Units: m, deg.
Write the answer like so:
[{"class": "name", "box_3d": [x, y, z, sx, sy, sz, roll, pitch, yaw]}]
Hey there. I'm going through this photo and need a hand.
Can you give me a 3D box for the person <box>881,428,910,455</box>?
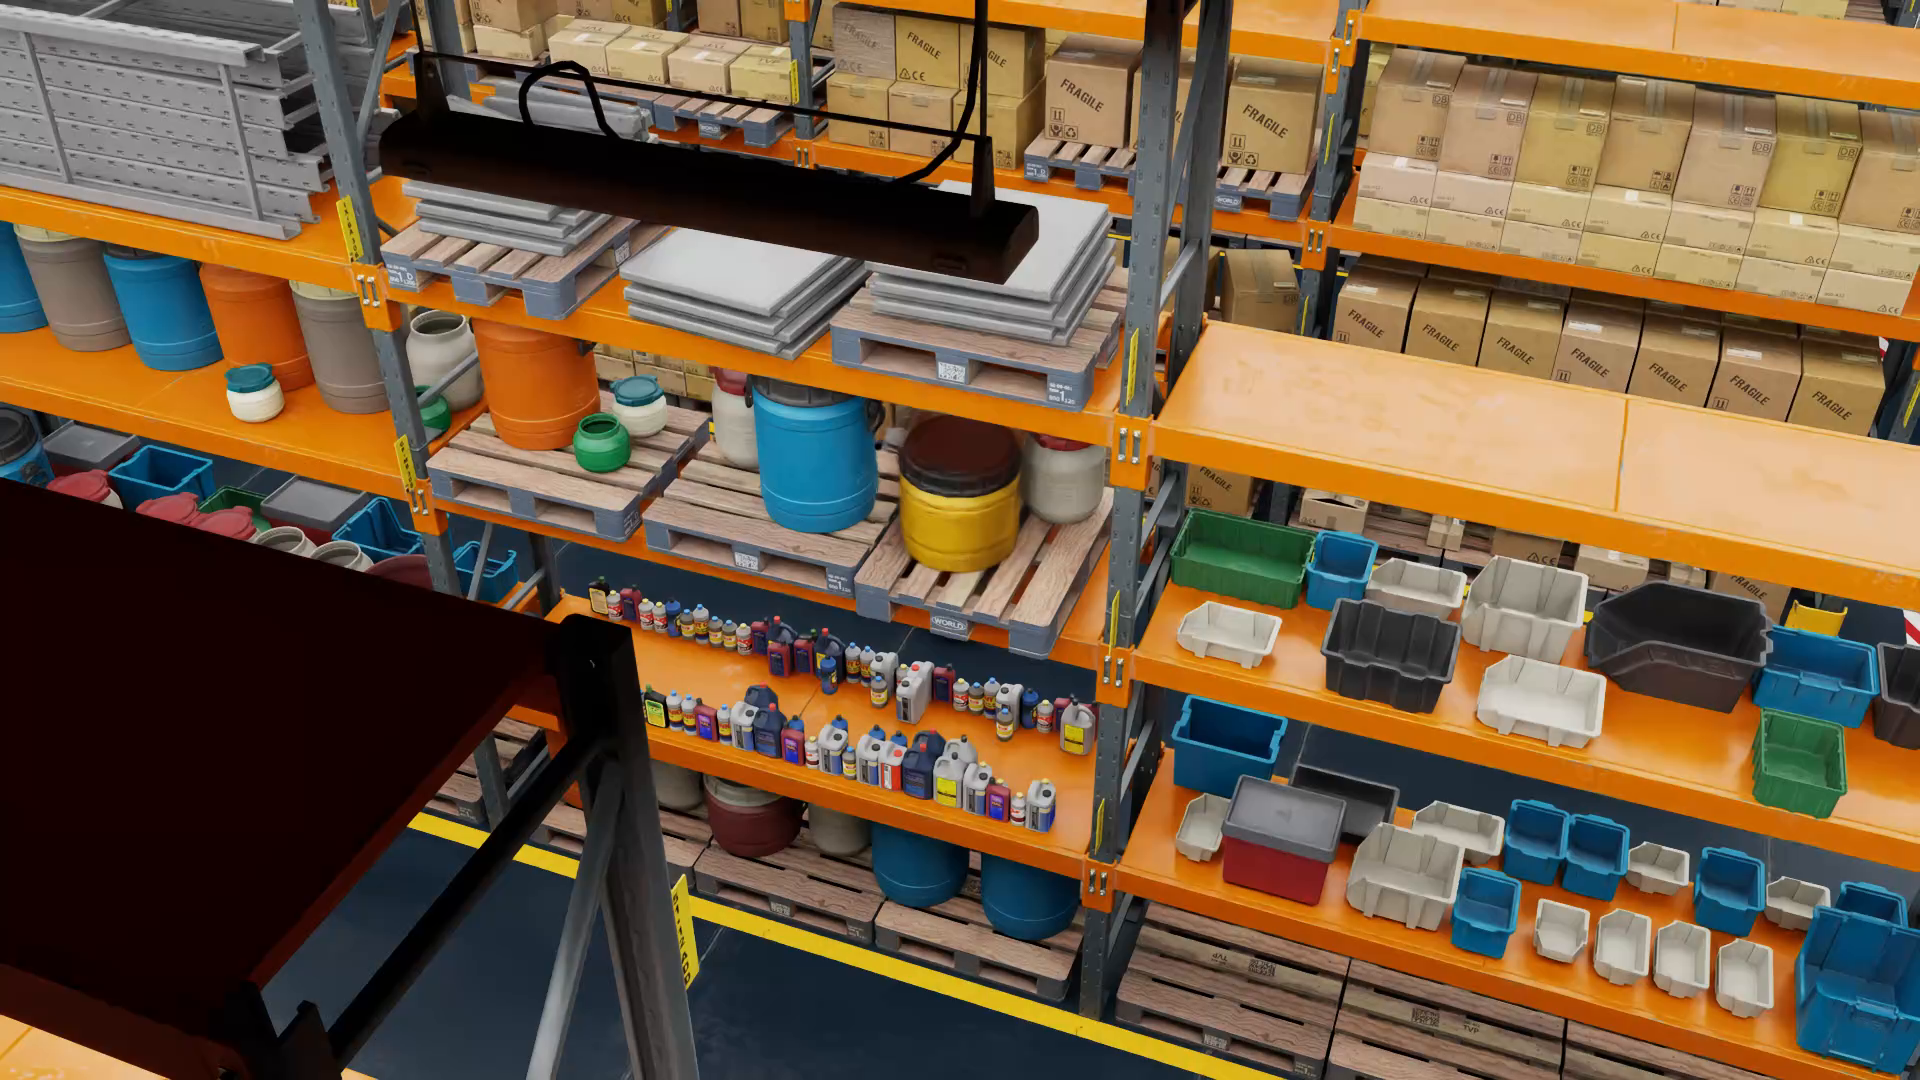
[{"class": "person", "box_3d": [-0.382, -0.120, 11.966, 0.888, 1.536, 0.516, 3, 37, 4]}]
